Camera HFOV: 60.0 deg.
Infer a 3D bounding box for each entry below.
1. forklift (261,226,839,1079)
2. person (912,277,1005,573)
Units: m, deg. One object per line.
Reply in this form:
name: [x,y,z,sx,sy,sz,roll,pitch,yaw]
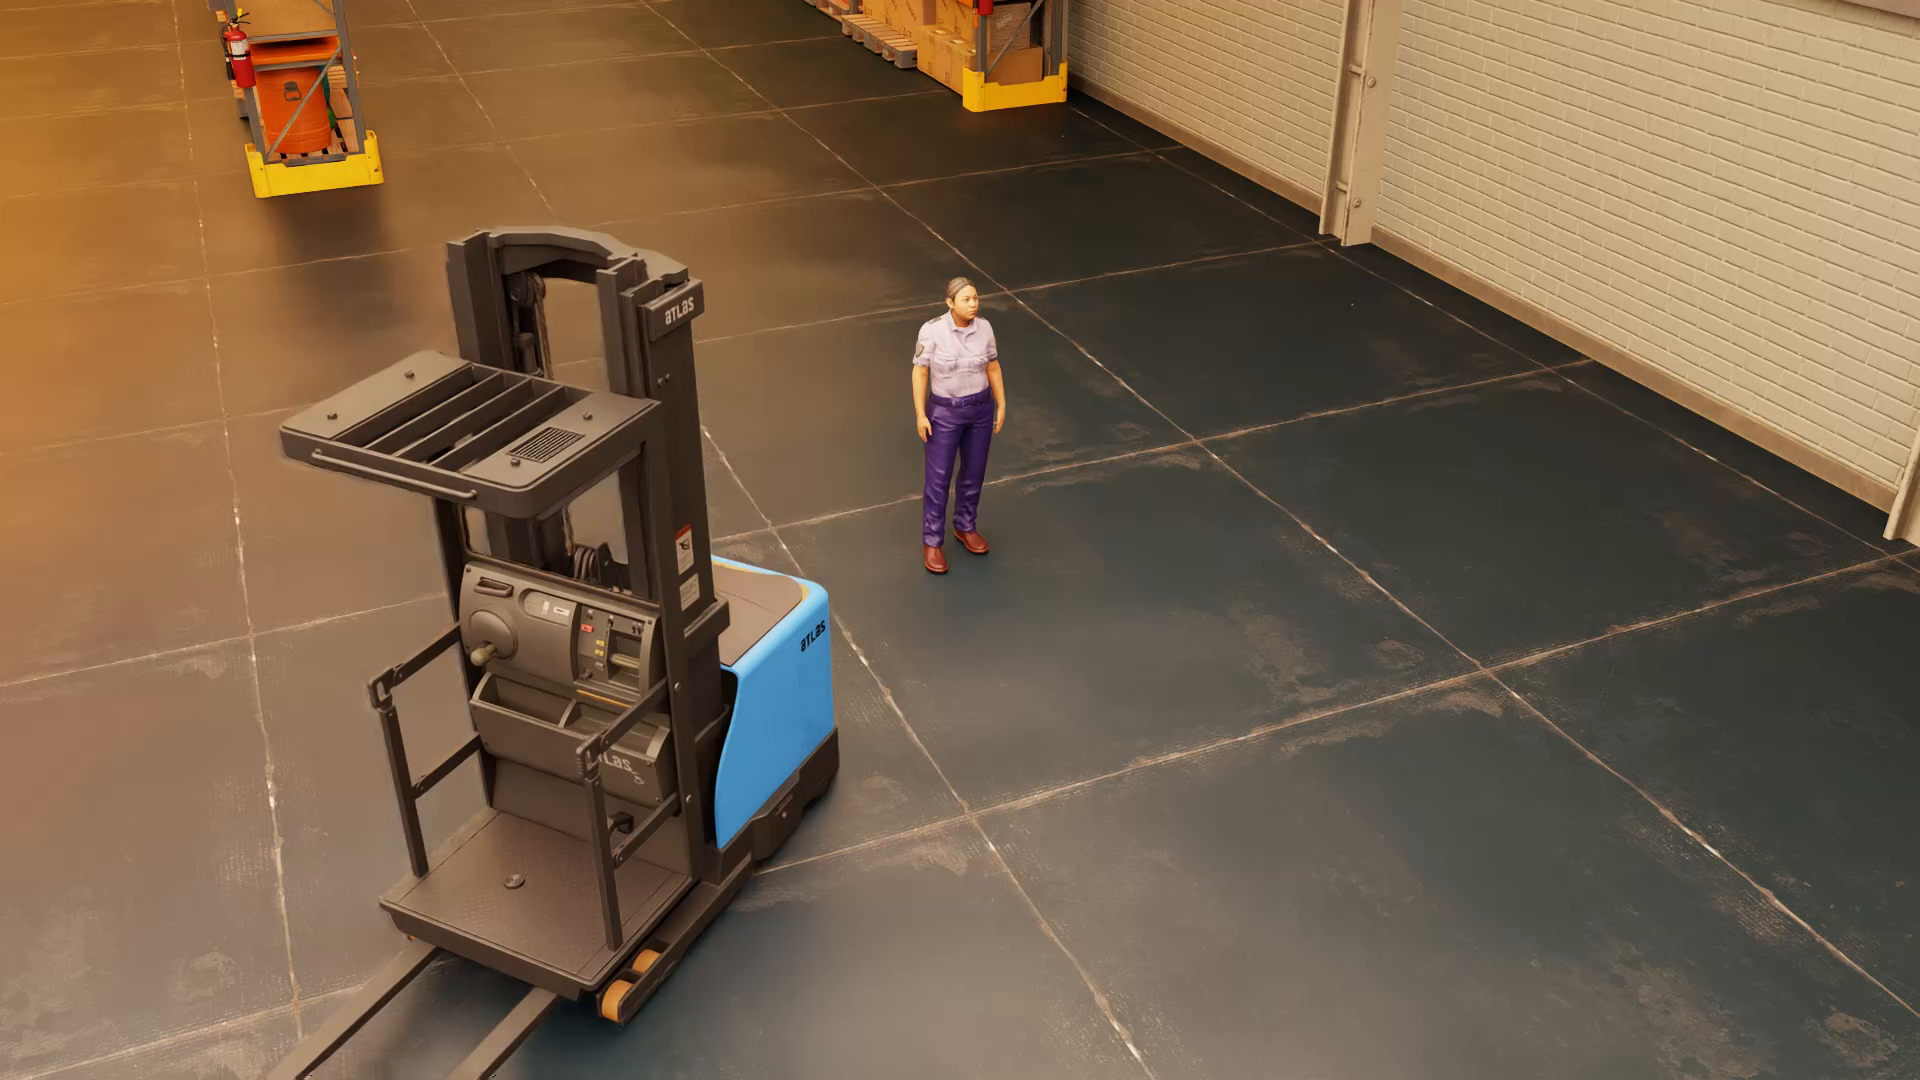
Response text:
forklift: [-1.684,0.415,6.394,1.130,2.935,3.031,14,32,22]
person: [0.015,-0.677,9.581,0.599,1.650,0.503,-12,32,-20]
